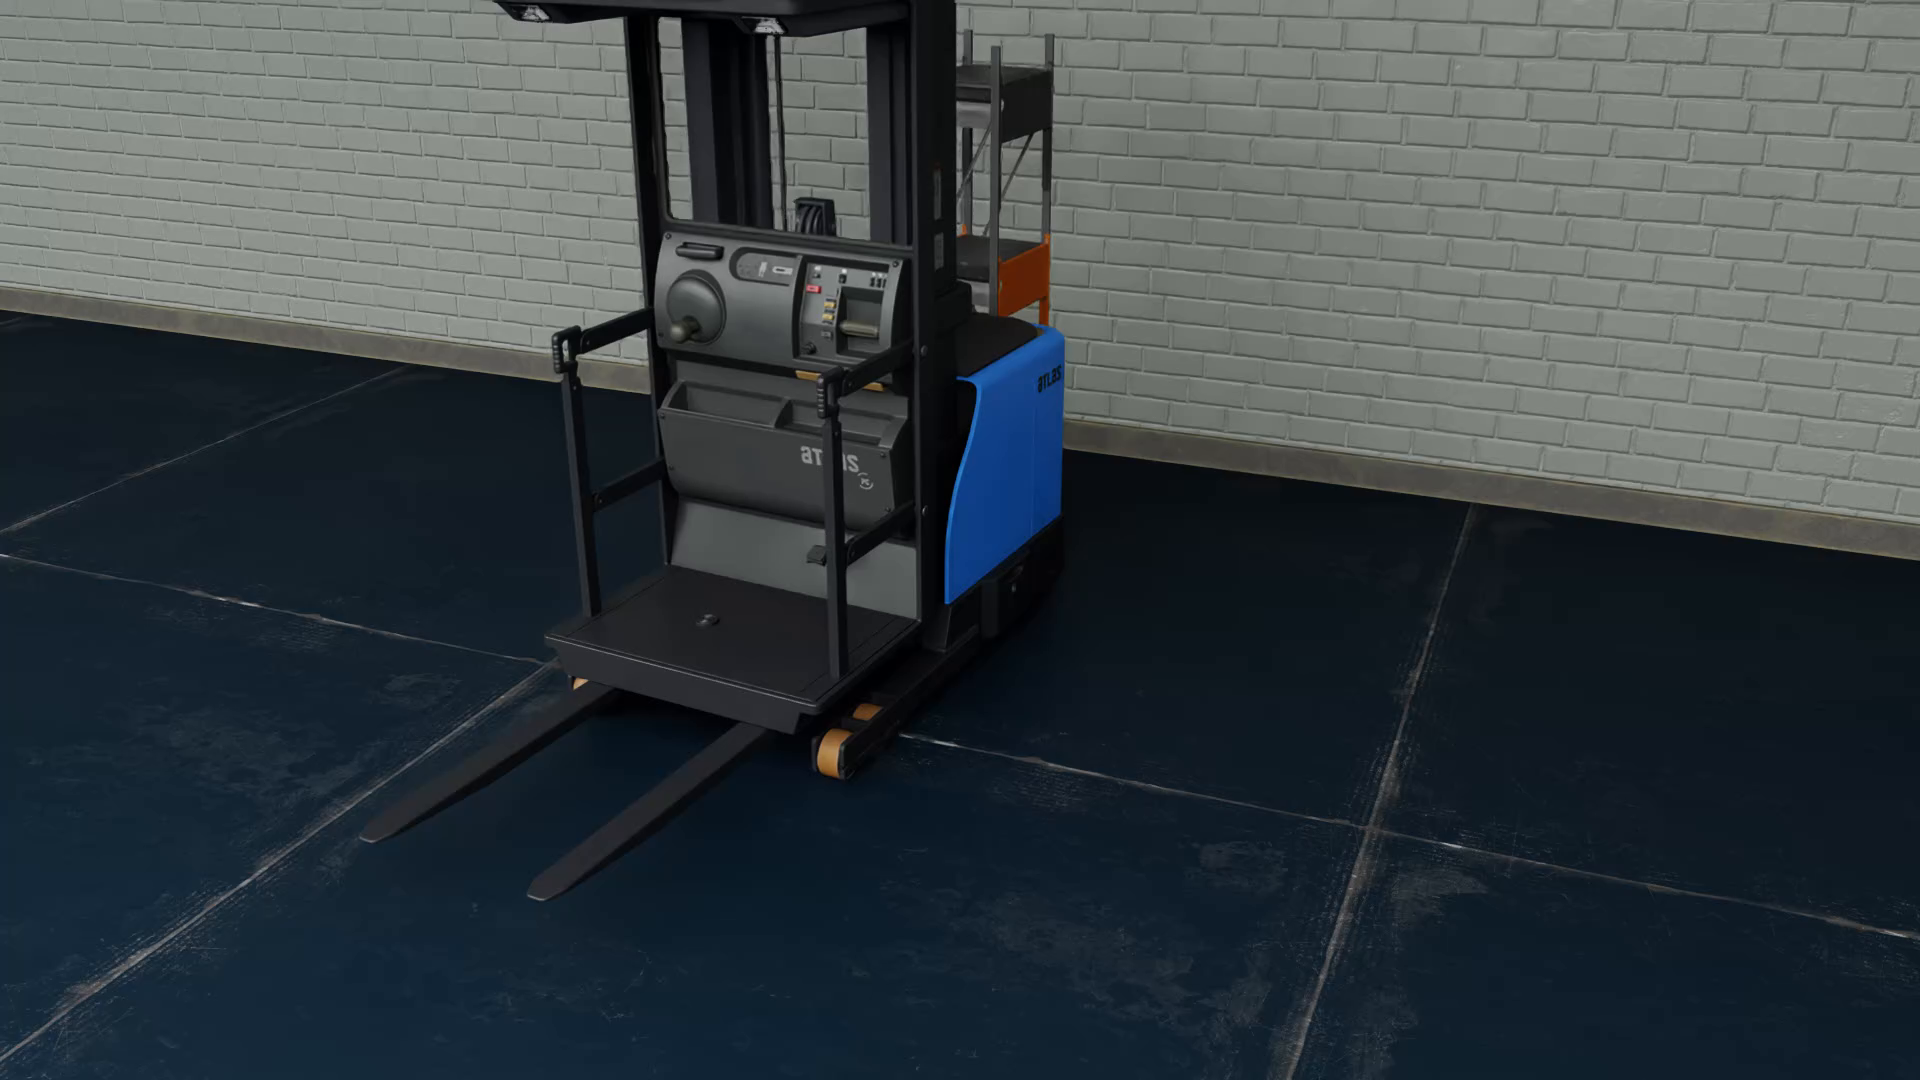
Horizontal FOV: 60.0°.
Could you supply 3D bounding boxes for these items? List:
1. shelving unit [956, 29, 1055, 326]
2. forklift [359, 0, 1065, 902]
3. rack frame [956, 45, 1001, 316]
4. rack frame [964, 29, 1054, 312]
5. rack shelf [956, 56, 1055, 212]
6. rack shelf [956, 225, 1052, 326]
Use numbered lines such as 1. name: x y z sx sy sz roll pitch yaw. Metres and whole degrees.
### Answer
1. shelving unit: 0.084 -1.003 6.927 0.431 2.100 0.503 11 25 25
2. forklift: -0.702 -0.771 5.292 1.130 2.935 3.031 11 25 25
3. rack frame: -0.028 -0.919 6.727 0.400 2.100 0.015 11 25 25
4. rack frame: 0.196 -1.086 7.127 0.400 2.100 0.015 11 25 25
5. rack shelf: 0.084 -1.636 6.662 0.431 0.518 0.480 11 25 25
6. rack shelf: 0.084 -0.990 6.932 0.431 0.518 0.480 11 25 25
